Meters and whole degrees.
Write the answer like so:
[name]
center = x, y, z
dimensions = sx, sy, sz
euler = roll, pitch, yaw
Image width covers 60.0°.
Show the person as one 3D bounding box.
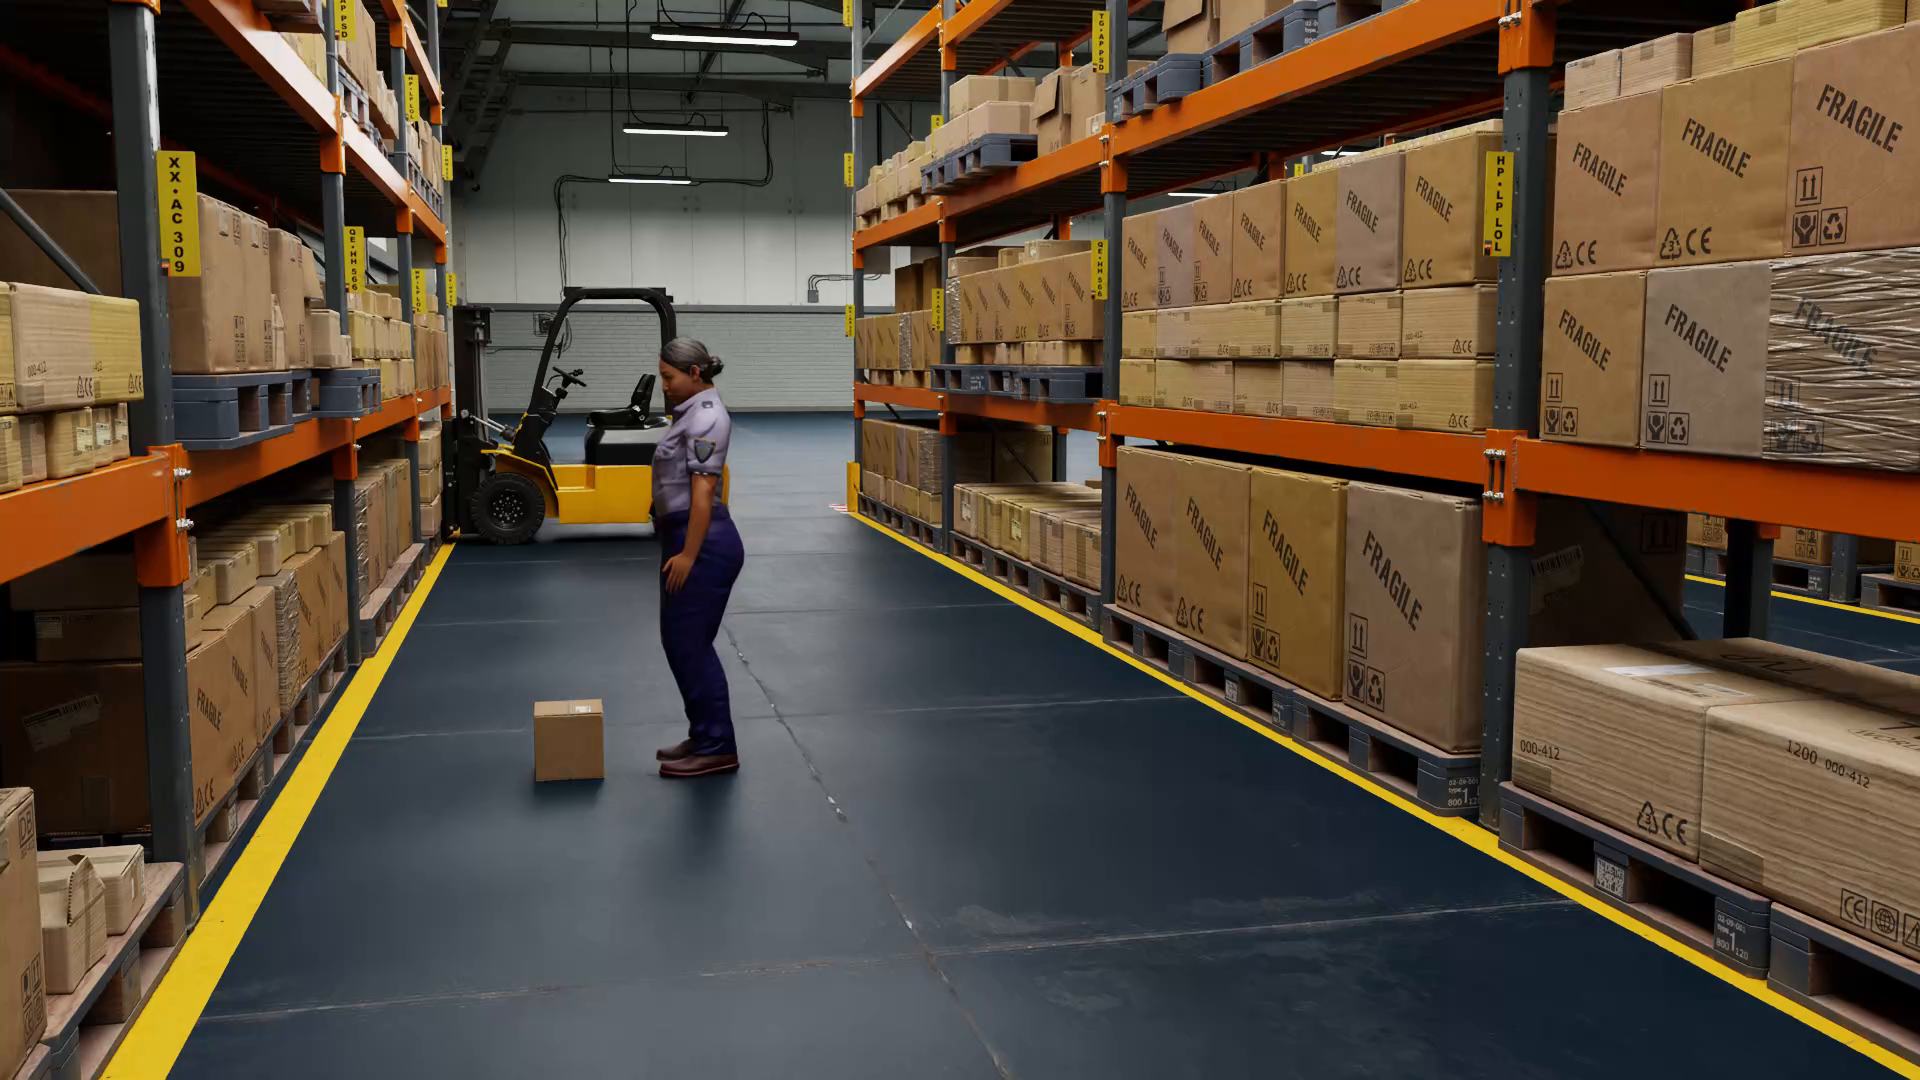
[person]
center = -0.991, 0.062, 6.289
dimensions = 0.338, 1.644, 0.476
euler = -1, 6, -13
